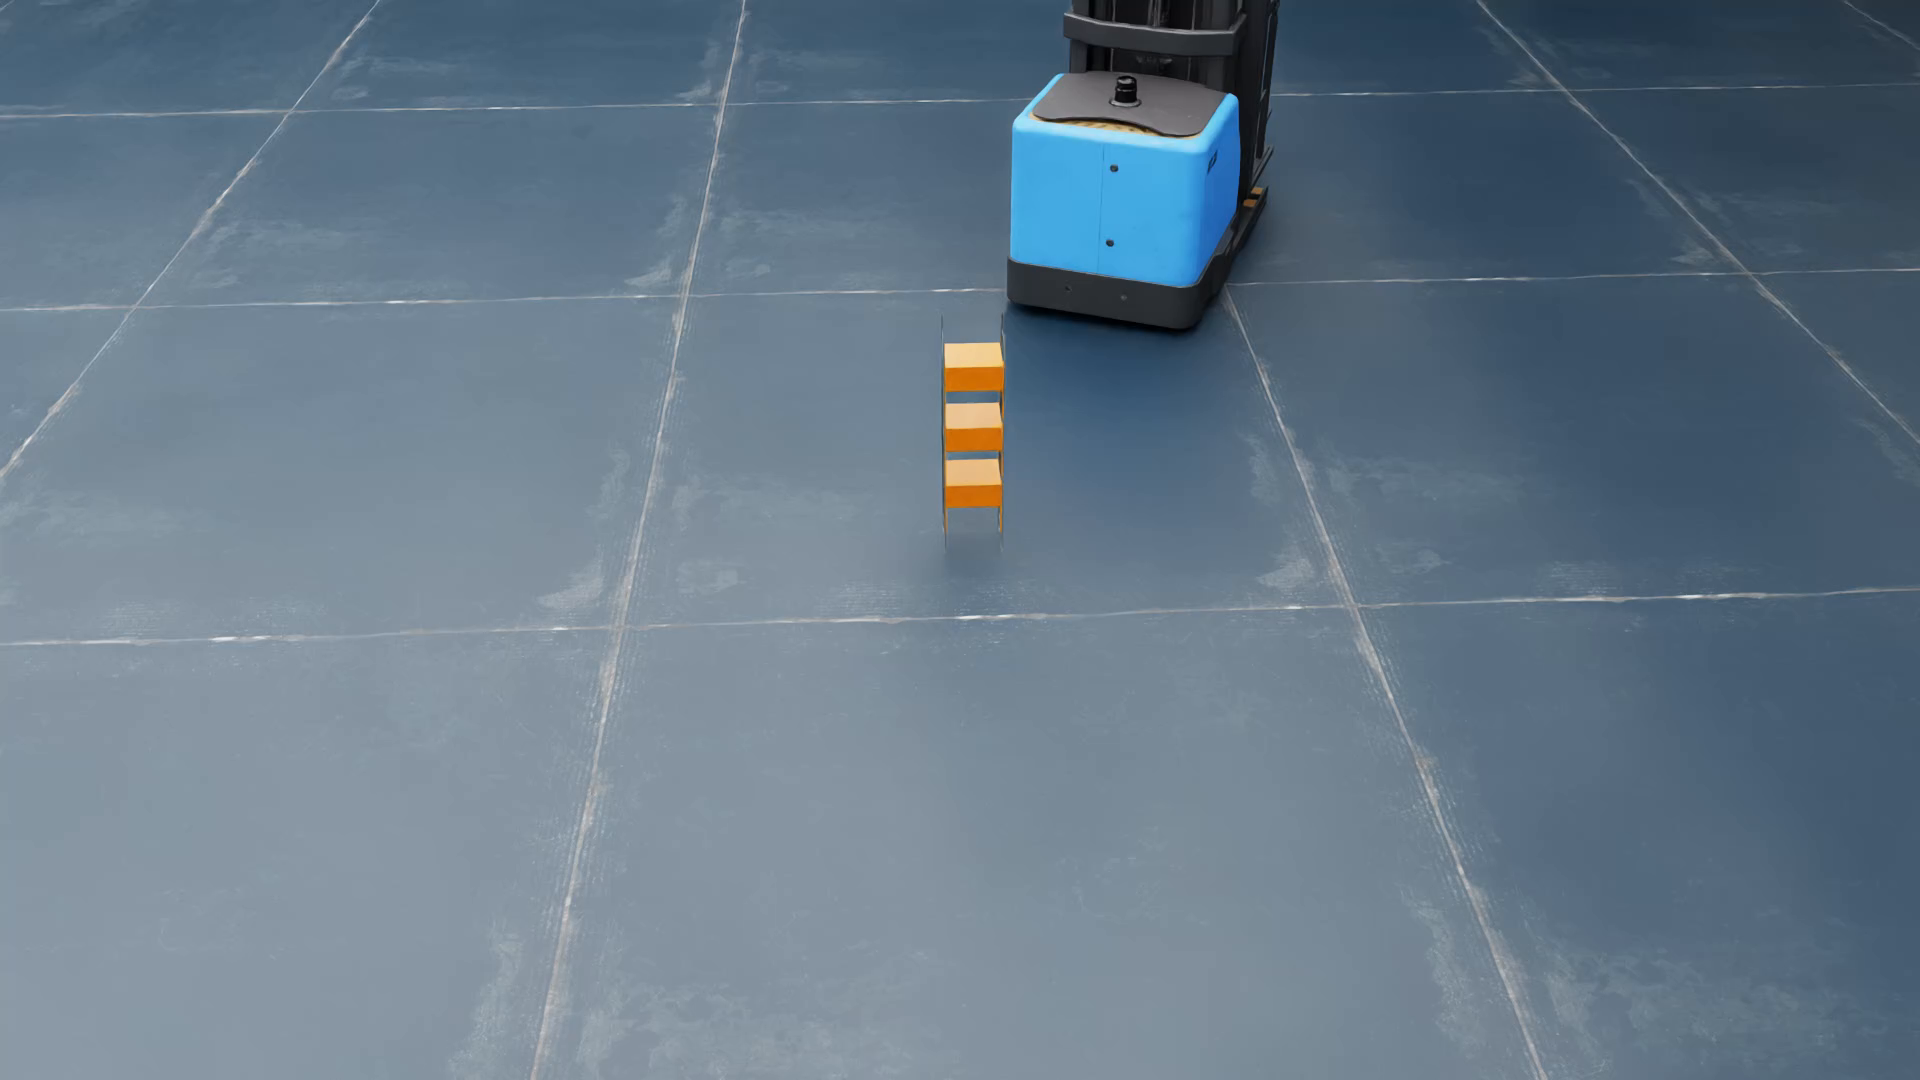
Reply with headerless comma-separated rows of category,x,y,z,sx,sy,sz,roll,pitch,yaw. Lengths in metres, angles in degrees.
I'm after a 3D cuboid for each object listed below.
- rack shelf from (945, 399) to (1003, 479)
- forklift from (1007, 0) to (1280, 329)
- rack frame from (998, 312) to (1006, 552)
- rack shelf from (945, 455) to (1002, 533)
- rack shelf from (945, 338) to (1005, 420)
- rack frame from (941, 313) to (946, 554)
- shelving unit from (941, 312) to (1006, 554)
rack shelf,0.053,-0.424,6.959,0.240,0.259,0.215,-2,35,-2
forklift,1.231,-3.149,9.224,1.130,2.935,3.031,12,36,16
rack frame,0.175,-0.436,6.958,0.008,1.050,0.200,-2,35,-2
rack shelf,0.053,-0.196,7.118,0.240,0.259,0.215,-2,35,-2
rack shelf,0.053,-0.658,6.798,0.240,0.259,0.215,-2,35,-2
rack frame,-0.068,-0.430,6.949,0.008,1.050,0.200,-2,35,-2
shelving unit,0.053,-0.433,6.953,0.252,1.050,0.215,-2,35,-2
